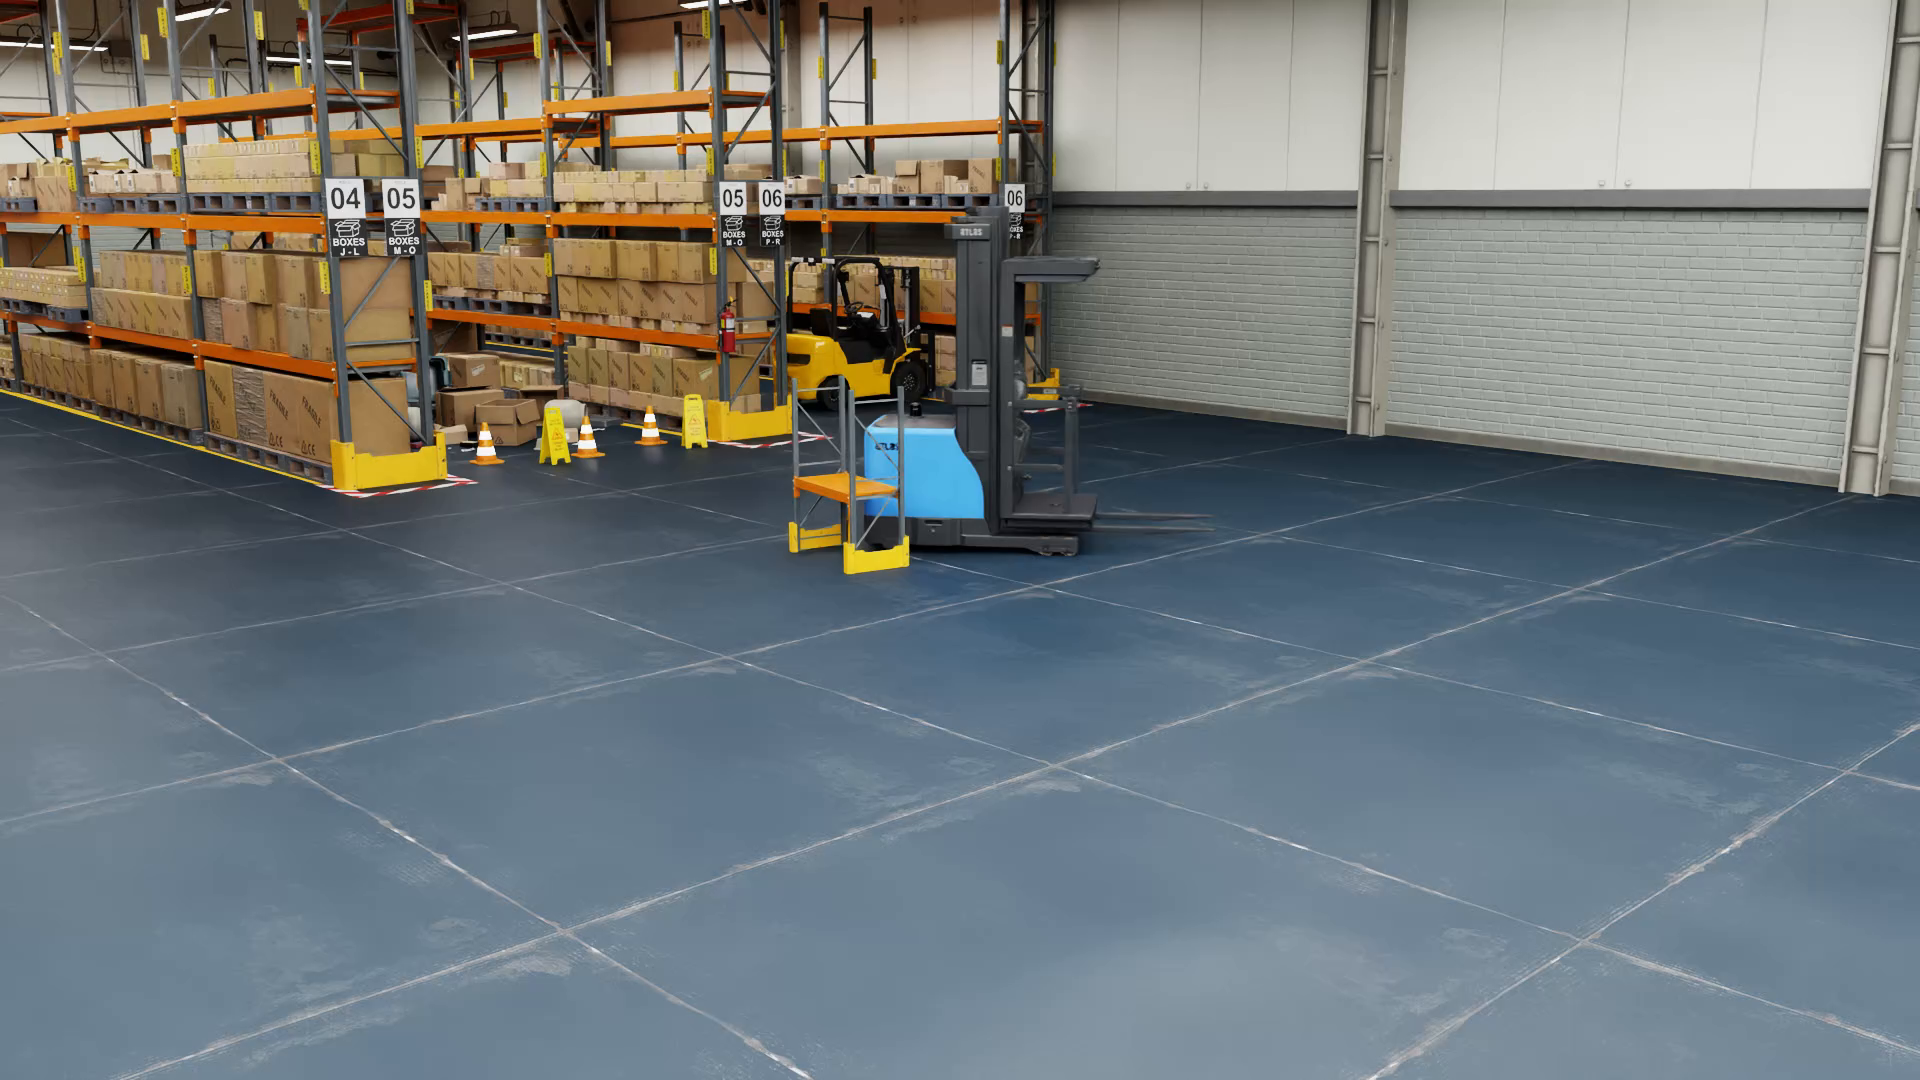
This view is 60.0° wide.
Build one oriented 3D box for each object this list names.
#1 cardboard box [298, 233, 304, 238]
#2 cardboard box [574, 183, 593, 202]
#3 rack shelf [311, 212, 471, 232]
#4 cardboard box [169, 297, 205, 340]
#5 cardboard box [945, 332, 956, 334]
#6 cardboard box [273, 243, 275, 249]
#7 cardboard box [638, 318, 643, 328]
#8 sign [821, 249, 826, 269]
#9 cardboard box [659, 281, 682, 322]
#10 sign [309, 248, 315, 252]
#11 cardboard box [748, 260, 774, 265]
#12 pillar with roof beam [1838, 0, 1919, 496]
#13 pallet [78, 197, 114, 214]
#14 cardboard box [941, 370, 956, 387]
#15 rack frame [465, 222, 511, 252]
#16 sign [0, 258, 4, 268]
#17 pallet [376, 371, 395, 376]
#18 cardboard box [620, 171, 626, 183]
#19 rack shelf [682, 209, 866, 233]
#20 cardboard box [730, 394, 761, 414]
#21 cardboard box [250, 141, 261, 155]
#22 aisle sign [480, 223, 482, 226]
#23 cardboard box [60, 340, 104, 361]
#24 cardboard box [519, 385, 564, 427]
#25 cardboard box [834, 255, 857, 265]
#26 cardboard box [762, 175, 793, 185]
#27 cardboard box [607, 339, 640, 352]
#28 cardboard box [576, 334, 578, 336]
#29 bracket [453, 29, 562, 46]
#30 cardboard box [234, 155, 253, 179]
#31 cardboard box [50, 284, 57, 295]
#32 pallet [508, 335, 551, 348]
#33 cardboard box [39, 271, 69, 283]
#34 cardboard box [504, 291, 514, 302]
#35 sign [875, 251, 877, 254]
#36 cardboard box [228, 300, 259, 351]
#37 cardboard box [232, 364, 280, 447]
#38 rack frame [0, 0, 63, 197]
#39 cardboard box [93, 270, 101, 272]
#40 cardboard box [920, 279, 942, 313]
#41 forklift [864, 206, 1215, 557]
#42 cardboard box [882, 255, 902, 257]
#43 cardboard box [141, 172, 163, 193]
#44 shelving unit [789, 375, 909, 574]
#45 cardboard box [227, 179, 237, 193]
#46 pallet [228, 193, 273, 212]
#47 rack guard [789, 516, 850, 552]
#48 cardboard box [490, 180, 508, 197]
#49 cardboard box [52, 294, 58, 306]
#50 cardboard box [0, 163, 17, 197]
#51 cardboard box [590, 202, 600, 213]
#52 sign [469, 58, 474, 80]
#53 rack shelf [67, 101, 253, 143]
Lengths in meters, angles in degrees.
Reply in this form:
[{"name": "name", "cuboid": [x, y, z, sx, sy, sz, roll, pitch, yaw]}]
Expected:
[{"name": "cardboard box", "cuboid": [-11.631, -5.498, 29.828, 0.380, 0.149, 0.250, -11, 16, -42]}, {"name": "cardboard box", "cuboid": [-4.926, -4.747, 22.718, 0.500, 0.250, 0.500, -11, 16, -43]}, {"name": "rack shelf", "cuboid": [-9.538, -5.374, 27.912, 1.077, 0.370, 4.000, -11, 16, -43]}, {"name": "cardboard box", "cuboid": [-9.459, -2.765, 20.651, 0.500, 0.500, 0.500, -11, 16, -43]}, {"name": "cardboard box", "cuboid": [0.075, -3.082, 25.734, 0.500, 0.250, 0.500, -11, 16, -43]}, {"name": "cardboard box", "cuboid": [-12.488, -5.341, 30.675, 0.500, 0.500, 0.500, -11, 16, -42]}, {"name": "cardboard box", "cuboid": [-4.087, -2.925, 22.300, 0.380, 0.149, 0.250, -11, 16, -43]}, {"name": "sign", "cuboid": [-2.193, -4.525, 26.769, 0.100, 0.325, 0.005, -11, 16, -43]}, {"name": "cardboard box", "cuboid": [-3.549, -3.107, 21.574, 0.500, 0.500, 0.500, -11, 16, -42]}, {"name": "sign", "cuboid": [-11.320, -4.934, 29.087, 0.100, 0.325, 0.005, -11, 16, -43]}, {"name": "cardboard box", "cuboid": [-3.414, -4.725, 28.558, 0.380, 0.149, 0.250, -11, 16, -43]}, {"name": "pillar with roof beam", "cuboid": [6.299, -4.304, 13.503, 9.100, 9.000, 0.400, -11, 16, -43]}, {"name": "pallet", "cuboid": [-11.185, -4.551, 22.601, 1.213, 0.211, 1.003, -10, 15, -40]}, {"name": "cardboard box", "cuboid": [0.065, -2.447, 25.131, 0.500, 0.250, 0.500, -11, 16, -43]}, {"name": "rack frame", "cuboid": [-10.095, -5.825, 35.752, 1.000, 3.000, 0.127, -11, 16, -43]}, {"name": "sign", "cuboid": [-14.817, -4.192, 25.679, 0.100, 0.325, 0.005, -11, 16, -43]}, {"name": "pallet", "cuboid": [-9.486, -2.903, 28.480, 1.003, 0.211, 1.213, -11, 16, -43]}, {"name": "cardboard box", "cuboid": [-4.280, -4.811, 22.044, 0.380, 0.149, 0.250, -10, 16, -41]}, {"name": "rack shelf", "cuboid": [-3.189, -5.483, 28.438, 1.077, 0.370, 4.000, -11, 16, -43]}, {"name": "cardboard box", "cuboid": [-2.990, -1.813, 22.052, 0.500, 0.250, 0.500, -11, 16, -43]}, {"name": "cardboard box", "cuboid": [-7.499, -4.272, 18.138, 0.380, 0.149, 0.250, -11, 16, -43]}, {"name": "aisle sign", "cuboid": [-10.354, -7.067, 35.339, 0.394, 0.787, 0.004, -11, 16, -43]}, {"name": "cardboard box", "cuboid": [-12.686, -2.745, 24.097, 0.500, 0.250, 0.500, -11, 16, -42]}, {"name": "cardboard box", "cuboid": [-5.639, -1.813, 22.464, 0.500, 0.500, 0.500, -1, 12, -4]}, {"name": "cardboard box", "cuboid": [-1.802, -4.498, 26.719, 0.380, 0.149, 0.250, -10, 16, -41]}, {"name": "cardboard box", "cuboid": [-3.014, -5.938, 27.797, 0.500, 0.311, 0.500, 11, 16, 43]}, {"name": "cardboard box", "cuboid": [-4.596, -2.662, 22.704, 0.380, 0.149, 0.250, -10, 15, -39]}, {"name": "cardboard box", "cuboid": [-7.617, -4.260, 33.775, 0.500, 0.311, 0.500, -10, 15, -41]}, {"name": "bracket", "cuboid": [-9.484, -10.557, 34.932, 0.076, 0.066, 4.783, -11, 16, -43]}, {"name": "cardboard box", "cuboid": [-7.722, -4.142, 18.495, 0.500, 0.250, 0.500, -11, 16, -42]}, {"name": "cardboard box", "cuboid": [-12.707, -3.575, 23.673, 0.380, 0.149, 0.250, -10, 16, -41]}, {"name": "pallet", "cuboid": [-8.652, -4.154, 34.551, 1.003, 0.211, 1.213, -11, 16, -43]}, {"name": "cardboard box", "cuboid": [-13.040, -3.792, 23.992, 0.380, 0.149, 0.250, -11, 16, -43]}, {"name": "cardboard box", "cuboid": [-6.502, -3.611, 24.587, 0.380, 0.149, 0.250, -11, 16, -42]}, {"name": "sign", "cuboid": [-1.407, -4.614, 27.533, 0.100, 0.325, 0.005, -11, 16, -43]}, {"name": "cardboard box", "cuboid": [-7.958, -2.526, 19.367, 0.875, 0.550, 0.550, -11, 16, -43]}, {"name": "cardboard box", "cuboid": [-7.896, -1.610, 19.515, 0.875, 0.875, 0.875, -11, 16, -42]}, {"name": "rack frame", "cuboid": [-14.430, -6.783, 25.533, 1.000, 3.000, 0.127, -11, 16, -43]}, {"name": "cardboard box", "cuboid": [-12.571, -3.883, 24.430, 0.380, 0.149, 0.250, -10, 15, -40]}, {"name": "cardboard box", "cuboid": [-0.281, -3.726, 25.315, 0.500, 0.500, 0.500, -11, 16, -44]}, {"name": "forklift", "cuboid": [0.717, -1.407, 14.478, 3.031, 2.935, 1.130, 1, 12, 7]}, {"name": "cardboard box", "cuboid": [-1.033, -4.503, 26.740, 0.380, 0.149, 0.250, -11, 16, -43]}, {"name": "cardboard box", "cuboid": [-9.917, -4.477, 20.858, 0.500, 0.250, 0.500, -11, 16, -43]}, {"name": "shelving unit", "cuboid": [-0.952, -0.579, 14.004, 0.587, 1.500, 1.083, -7, 14, -31]}, {"name": "cardboard box", "cuboid": [-8.019, -3.992, 18.753, 0.380, 0.149, 0.250, -11, 16, -43]}, {"name": "pallet", "cuboid": [-7.510, -3.804, 18.728, 1.003, 0.211, 1.213, -11, 16, -43]}, {"name": "rack guard", "cuboid": [-1.217, -0.052, 14.543, 0.587, 0.250, 0.087, -7, 14, -31]}, {"name": "cardboard box", "cuboid": [-6.600, -5.197, 24.601, 0.500, 0.250, 0.500, -11, 16, -42]}, {"name": "cardboard box", "cuboid": [-12.689, -3.425, 23.686, 0.380, 0.149, 0.250, -11, 16, -42]}, {"name": "cardboard box", "cuboid": [-14.248, -5.498, 25.441, 0.700, 0.500, 0.500, -11, 16, -42]}, {"name": "cardboard box", "cuboid": [-4.821, -4.539, 22.699, 0.380, 0.149, 0.250, -10, 15, -41]}, {"name": "sign", "cuboid": [-7.772, -7.477, 26.391, 0.100, 0.325, 0.005, -11, 16, -43]}, {"name": "rack shelf", "cuboid": [-10.286, -5.359, 21.396, 1.077, 0.370, 4.000, -11, 16, -43]}]
